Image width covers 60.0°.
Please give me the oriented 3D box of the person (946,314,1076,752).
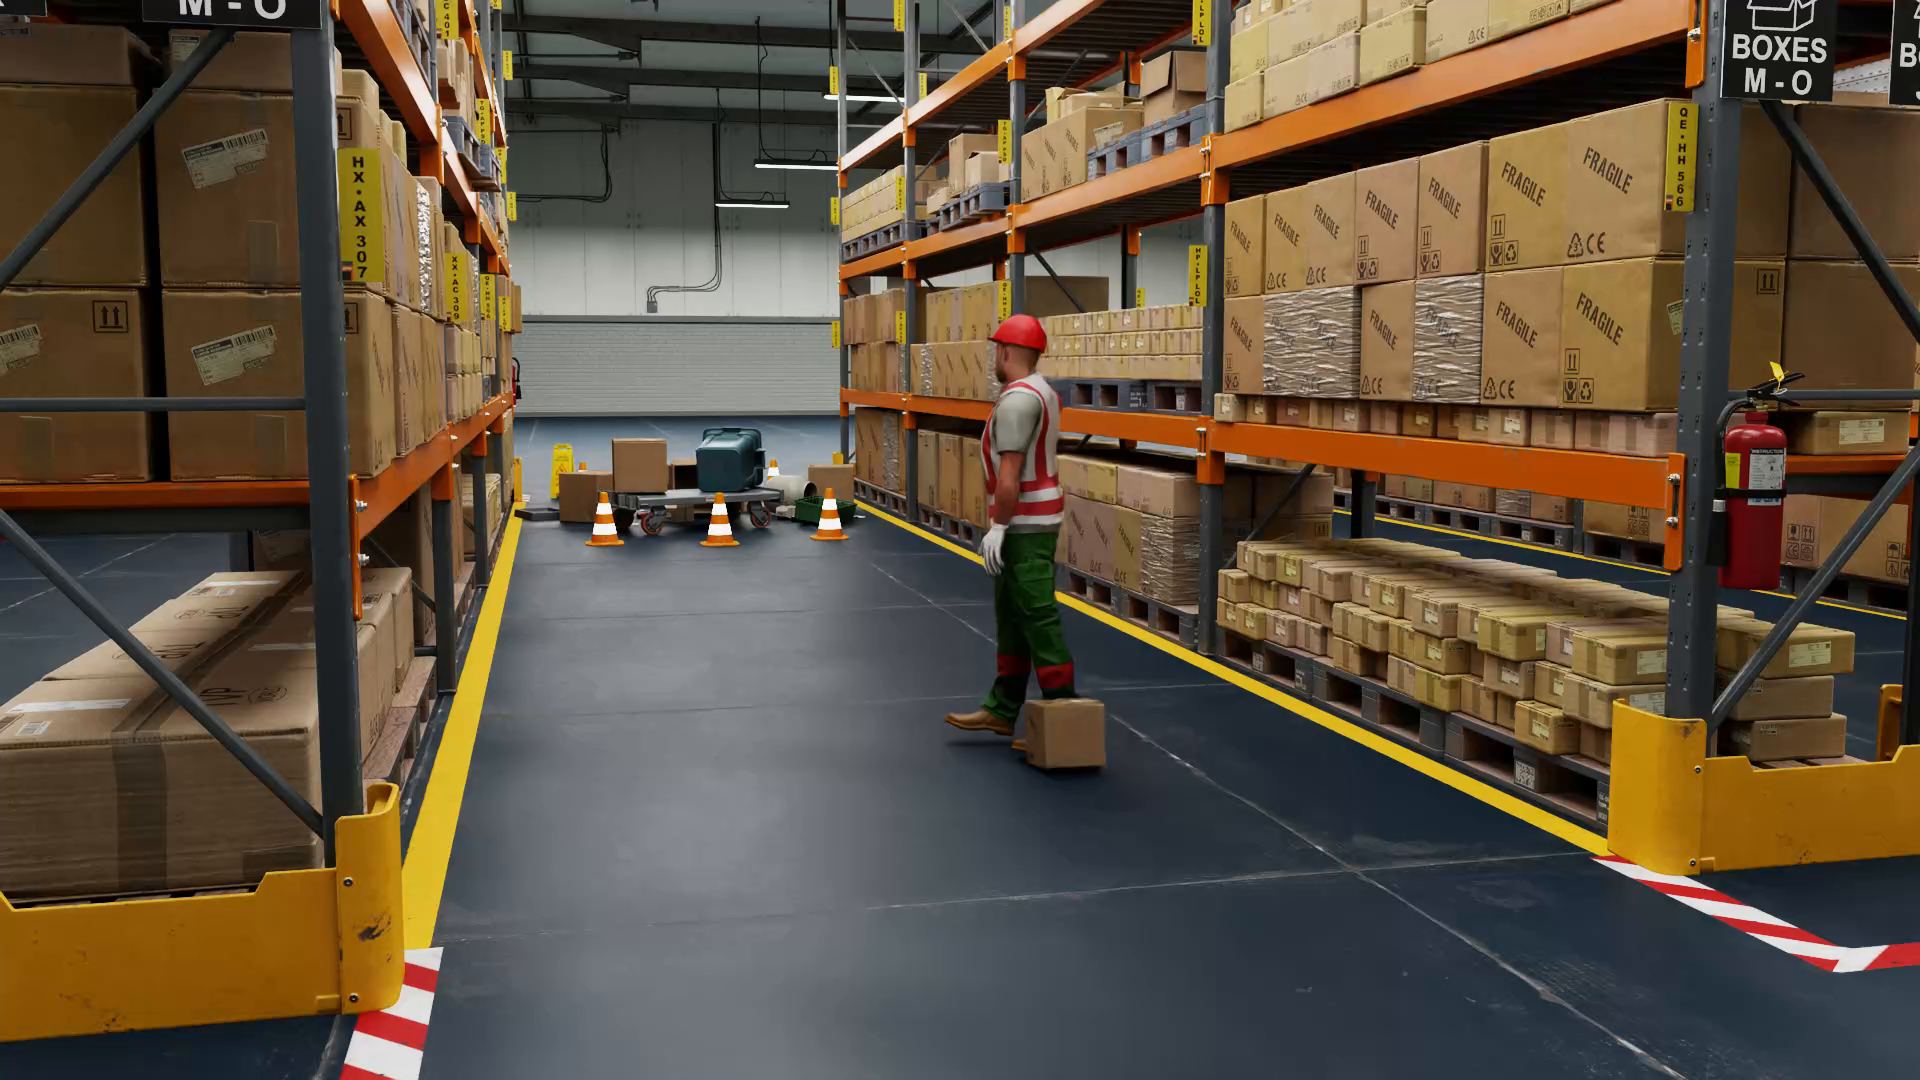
[{"bbox_3d":[0.214,-0.041,6.941,0.587,1.786,0.646,1,6,9],"label":"person"}]
